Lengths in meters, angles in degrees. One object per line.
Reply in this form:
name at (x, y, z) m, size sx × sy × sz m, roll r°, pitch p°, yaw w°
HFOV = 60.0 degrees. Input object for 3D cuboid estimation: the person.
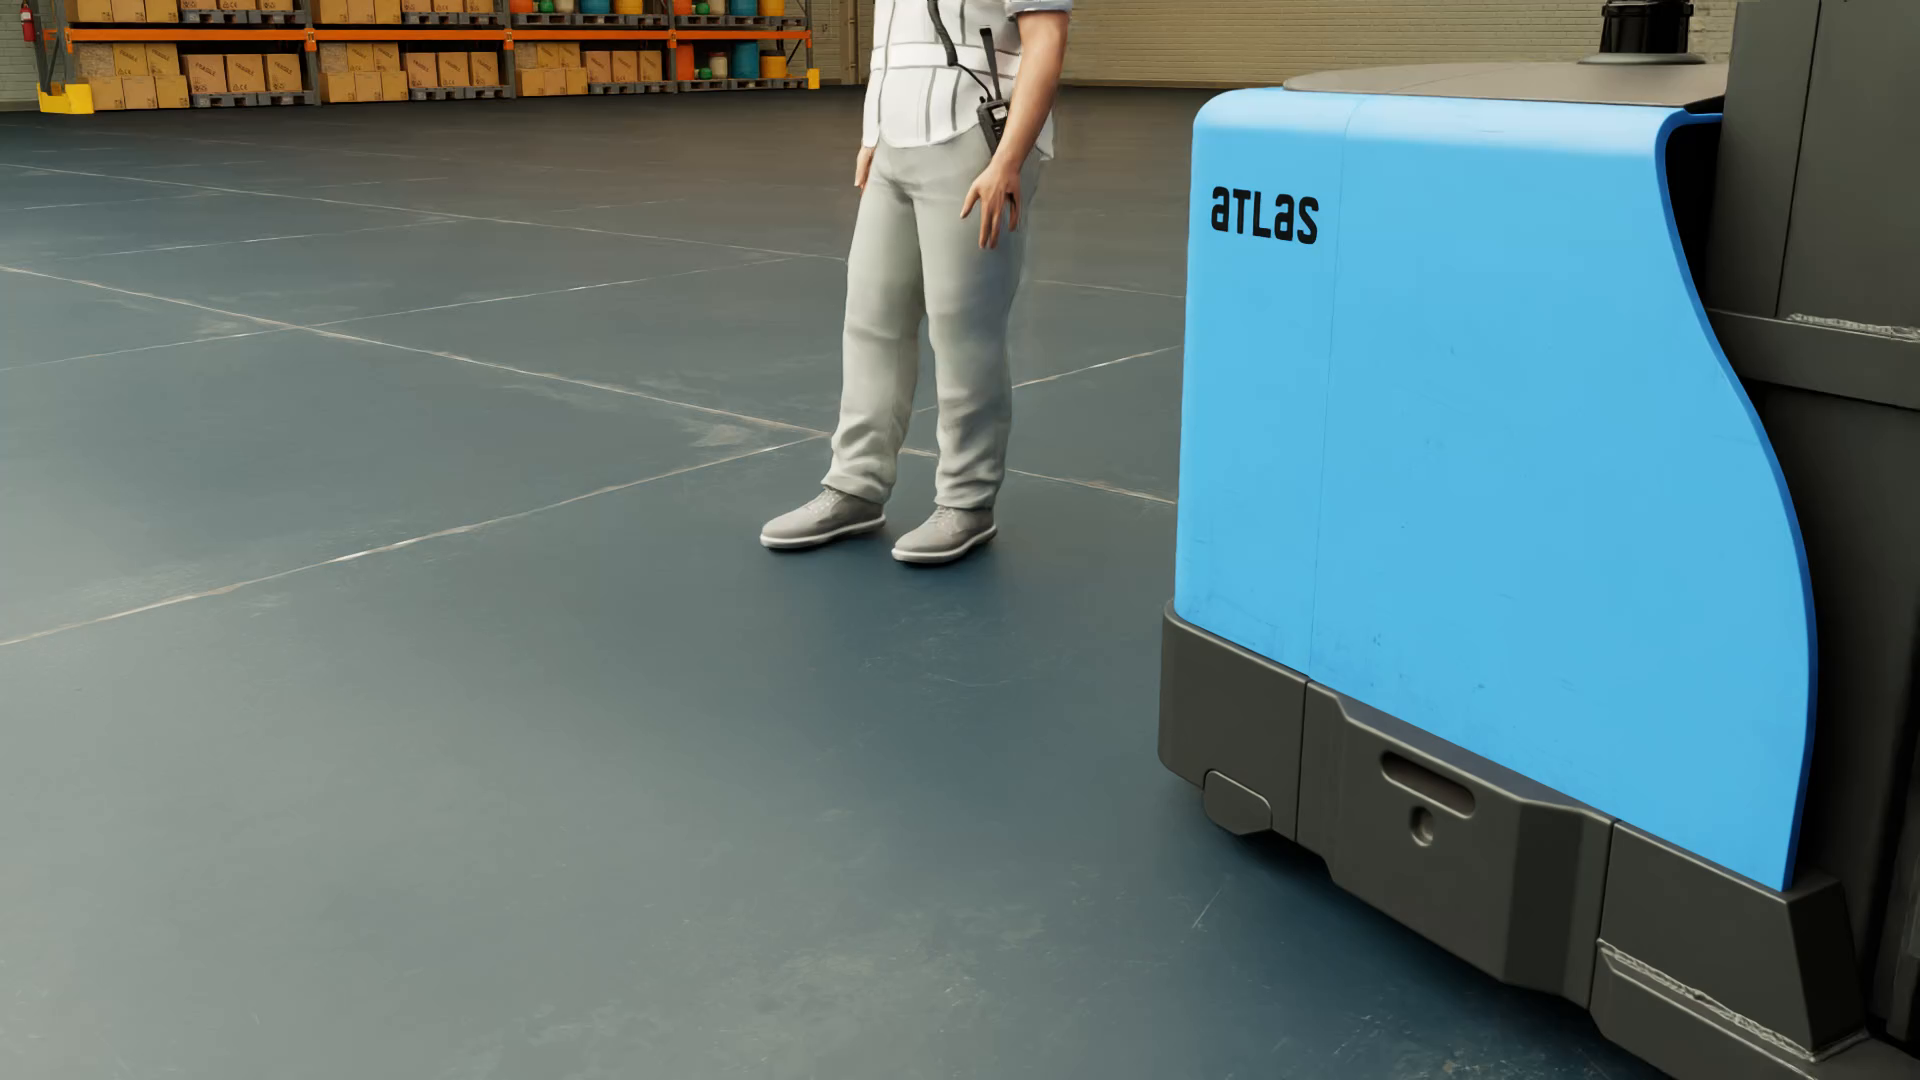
person at (-0.103, -0.830, 3.612) m, size 0.607 × 1.775 × 0.648 m, roll -11°, pitch 20°, yaw -31°

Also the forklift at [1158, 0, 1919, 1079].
forklift at (1.507, -0.711, 1.239) m, size 1.130 × 2.935 × 3.031 m, roll -10°, pitch 20°, yaw -30°
